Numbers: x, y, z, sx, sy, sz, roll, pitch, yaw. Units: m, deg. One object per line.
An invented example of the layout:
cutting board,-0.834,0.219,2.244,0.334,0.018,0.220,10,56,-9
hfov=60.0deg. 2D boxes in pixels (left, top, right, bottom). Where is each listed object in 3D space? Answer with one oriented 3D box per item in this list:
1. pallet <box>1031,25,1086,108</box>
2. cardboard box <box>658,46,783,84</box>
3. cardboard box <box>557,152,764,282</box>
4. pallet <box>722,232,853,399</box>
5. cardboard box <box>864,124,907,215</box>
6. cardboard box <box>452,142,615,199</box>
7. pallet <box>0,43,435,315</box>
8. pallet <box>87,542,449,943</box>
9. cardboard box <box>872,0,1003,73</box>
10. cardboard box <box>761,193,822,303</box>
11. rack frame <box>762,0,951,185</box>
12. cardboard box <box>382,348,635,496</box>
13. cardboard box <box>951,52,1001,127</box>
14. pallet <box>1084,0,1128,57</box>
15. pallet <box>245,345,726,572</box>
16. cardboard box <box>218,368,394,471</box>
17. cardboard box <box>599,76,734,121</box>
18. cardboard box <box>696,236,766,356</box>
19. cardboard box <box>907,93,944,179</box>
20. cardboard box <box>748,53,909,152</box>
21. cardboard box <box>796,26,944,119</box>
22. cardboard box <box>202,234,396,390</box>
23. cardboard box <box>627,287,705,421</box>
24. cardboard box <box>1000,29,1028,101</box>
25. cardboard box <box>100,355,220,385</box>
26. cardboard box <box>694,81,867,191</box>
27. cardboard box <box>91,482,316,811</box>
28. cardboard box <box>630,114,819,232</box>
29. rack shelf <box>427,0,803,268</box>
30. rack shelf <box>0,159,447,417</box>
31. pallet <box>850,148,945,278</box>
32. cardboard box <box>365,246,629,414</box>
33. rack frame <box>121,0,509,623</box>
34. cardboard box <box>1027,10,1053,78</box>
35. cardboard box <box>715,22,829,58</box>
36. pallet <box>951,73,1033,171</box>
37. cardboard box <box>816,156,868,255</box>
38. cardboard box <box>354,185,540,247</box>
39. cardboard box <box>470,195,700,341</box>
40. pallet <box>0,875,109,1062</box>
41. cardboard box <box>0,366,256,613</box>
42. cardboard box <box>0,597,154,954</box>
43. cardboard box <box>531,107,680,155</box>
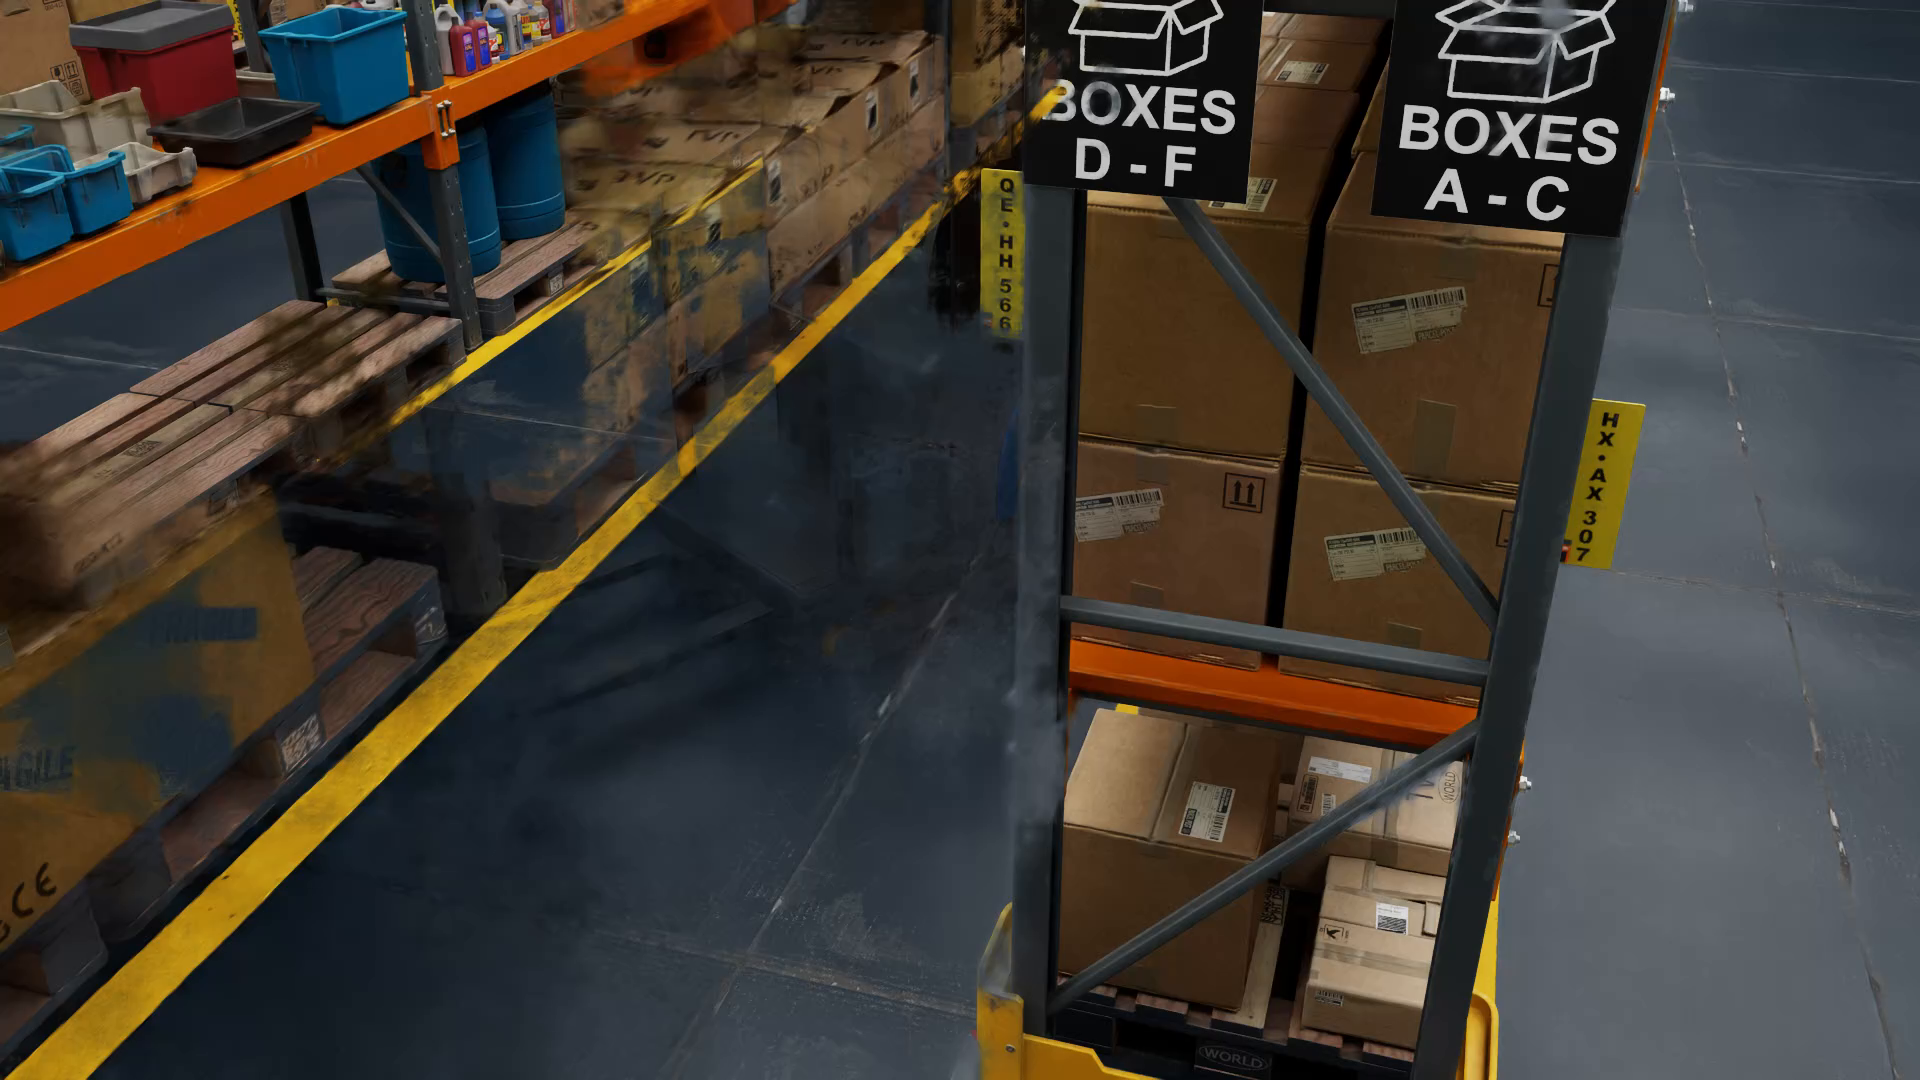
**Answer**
pallet,4.763,-5.086,15.675,1.003,0.211,1.213,8,30,15
cardboard box,3.622,-4.211,13.053,0.500,0.311,0.500,8,30,14
cardboard box,3.692,-3.424,11.639,0.500,0.311,0.500,8,30,14
pallet,3.599,-3.237,12.351,1.003,0.211,1.213,8,30,15
cardboard box,4.139,-3.885,13.045,0.500,0.250,0.500,8,30,14
cardboard box,3.175,-3.495,11.767,0.500,0.311,0.500,8,30,15
pallet,2.828,-3.104,9.442,1.213,0.211,1.003,8,30,15
pallet,2.704,-1.953,10.044,1.003,0.211,1.213,8,30,15
cardboard box,4.569,-4.853,14.013,0.500,0.500,0.500,8,30,15
cardboard box,3.839,-3.411,12.193,0.500,0.250,0.500,9,30,16
rack frame,4.134,-5.372,13.321,1.000,3.000,0.127,8,30,15
cardboard box,3.394,-2.697,10.908,0.500,0.250,0.500,8,30,15
cardboard box,4.560,-4.526,14.197,0.500,0.250,0.500,8,30,15
pallet,5.123,-5.651,16.691,1.003,0.211,1.213,8,30,15
pallet,3.239,-2.672,11.335,1.003,0.211,1.213,8,30,15
cardboard box,2.881,-2.774,11.048,0.500,0.250,0.500,9,30,16
cardboard box,3.472,-3.970,12.621,0.500,0.311,0.500,8,30,13
cardboard box,3.688,-3.173,11.764,0.500,0.250,0.500,8,30,14
cardboard box,4.289,-4.120,13.467,0.500,0.250,0.500,8,30,14
cardboard box,4.142,-4.127,12.903,0.500,0.311,0.500,9,30,16
cardboard box,4.289,-4.370,13.340,0.500,0.311,0.500,8,30,15
cardboard box,2.878,-3.019,10.911,0.500,0.311,0.500,9,30,16
cardboard box,3.541,-2.930,11.329,0.500,0.250,0.500,8,30,13
cardboard box,4.711,-4.758,14.614,0.500,0.250,0.500,8,30,15
cardboard box,2.553,-2.442,10.174,0.500,0.500,0.500,10,31,17
cardboard box,3.994,-3.896,12.487,0.500,0.311,0.500,8,30,15
cardboard box,2.910,-2.145,9.639,0.500,0.500,0.500,10,31,17
cardboard box,3.843,-3.663,12.068,0.500,0.311,0.500,8,30,14
rack shelf,3.547,-4.128,11.826,1.077,0.370,4.000,8,30,15
rack shelf,2.373,-2.269,8.484,1.077,0.370,4.000,8,30,15
pallet,3.955,-3.806,13.374,1.003,0.211,1.213,8,30,15
cardboard box,3.394,-2.942,10.772,0.500,0.311,0.500,10,30,17
rack frame,2.960,-3.513,9.980,1.000,3.000,0.127,8,30,15
cardboard box,4.863,-4.990,15.030,0.500,0.250,0.500,8,30,15
cardboard box,3.774,-4.443,13.470,0.500,0.311,0.500,9,30,15
pallet,4.407,-4.517,14.653,1.003,0.211,1.213,8,30,15
cardboard box,3.989,-3.647,12.617,0.500,0.250,0.500,9,30,16
cardboard box,3.024,-3.261,11.346,0.500,0.311,0.500,8,30,14
cardboard box,3.540,-3.187,11.213,0.500,0.311,0.500,8,30,14
pallet,2.344,-1.388,9.028,1.003,0.211,1.213,8,30,15
cardboard box,2.897,-2.446,9.409,0.500,0.250,0.500,10,31,17
cardboard box,2.757,-1.905,9.207,0.500,0.500,0.500,7,30,13
cardboard box,3.324,-3.728,12.186,0.500,0.311,0.500,9,30,16
